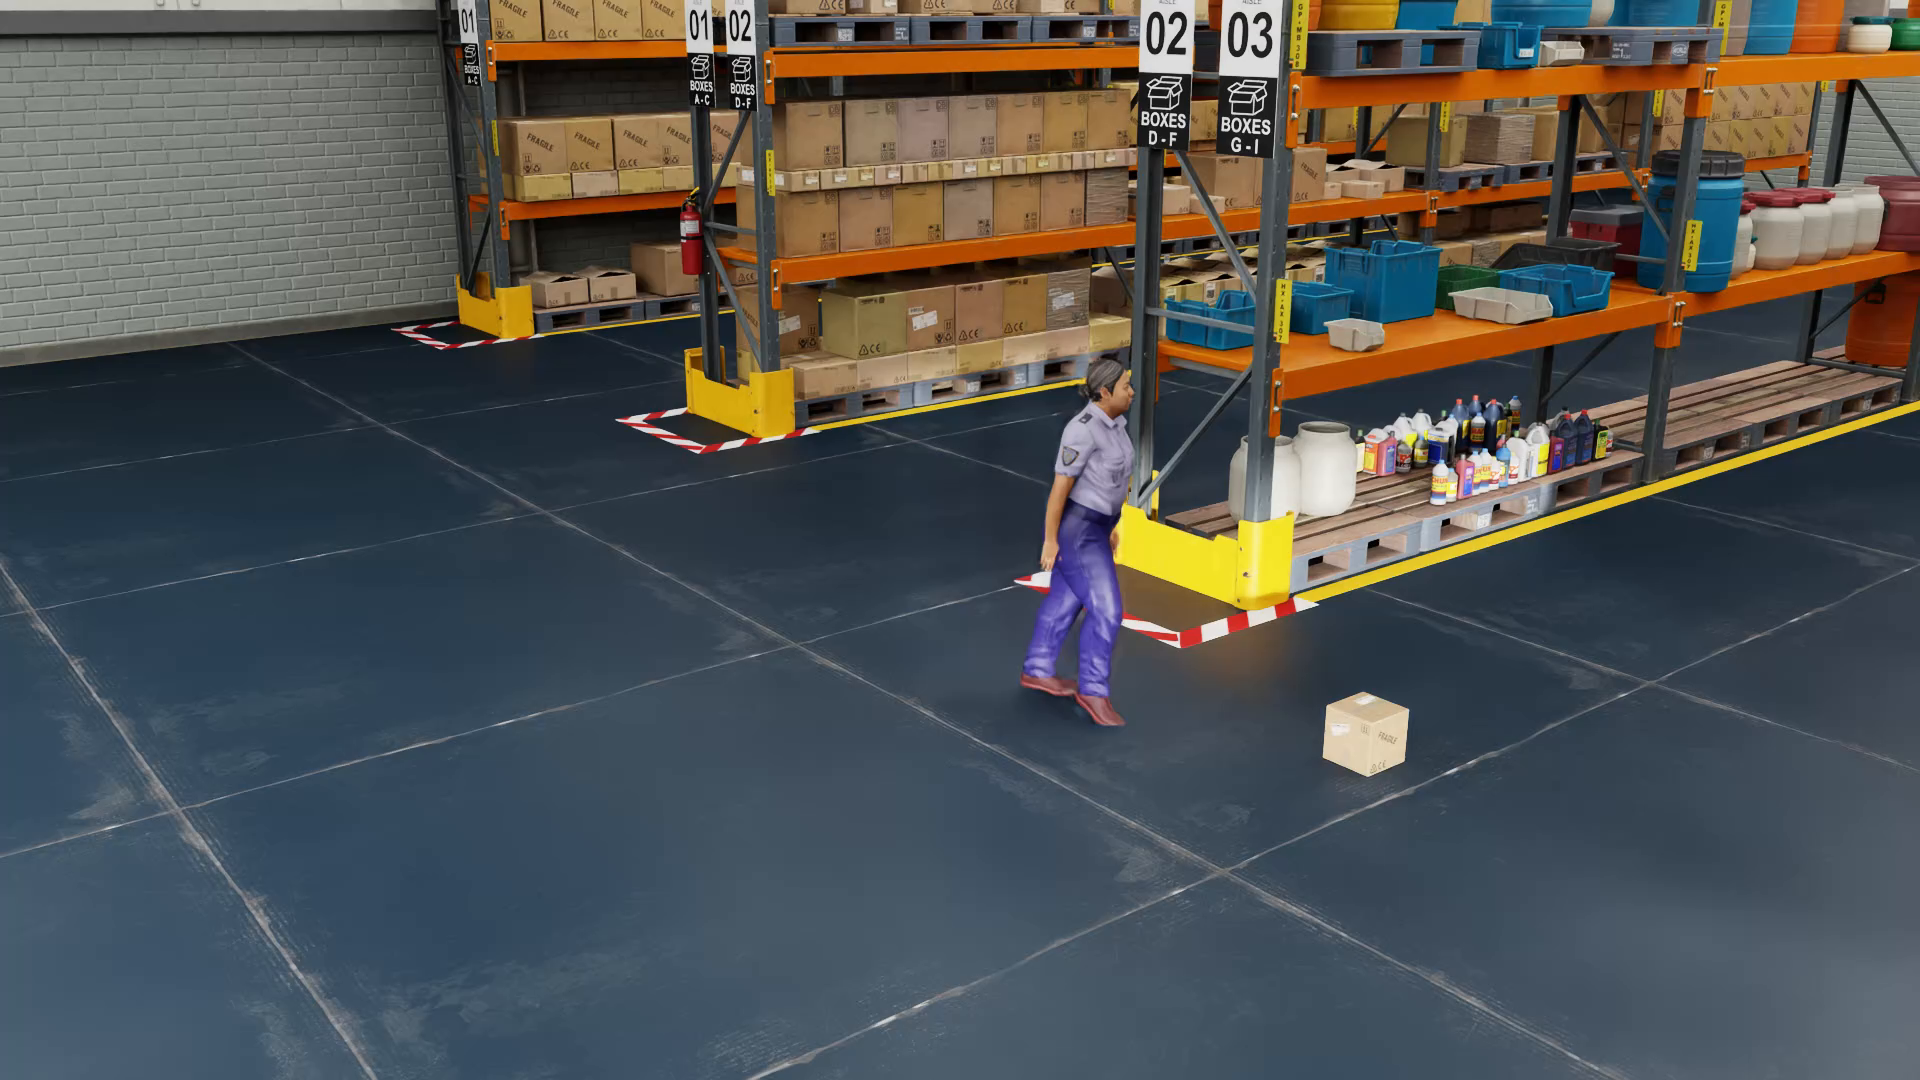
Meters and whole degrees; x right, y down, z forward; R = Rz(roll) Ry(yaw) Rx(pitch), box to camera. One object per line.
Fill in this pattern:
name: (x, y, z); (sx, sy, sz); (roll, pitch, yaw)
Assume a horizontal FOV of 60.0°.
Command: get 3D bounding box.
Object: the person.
person: (0.553, -0.004, 7.652); (0.566, 1.688, 0.505); (5, 19, 17)
